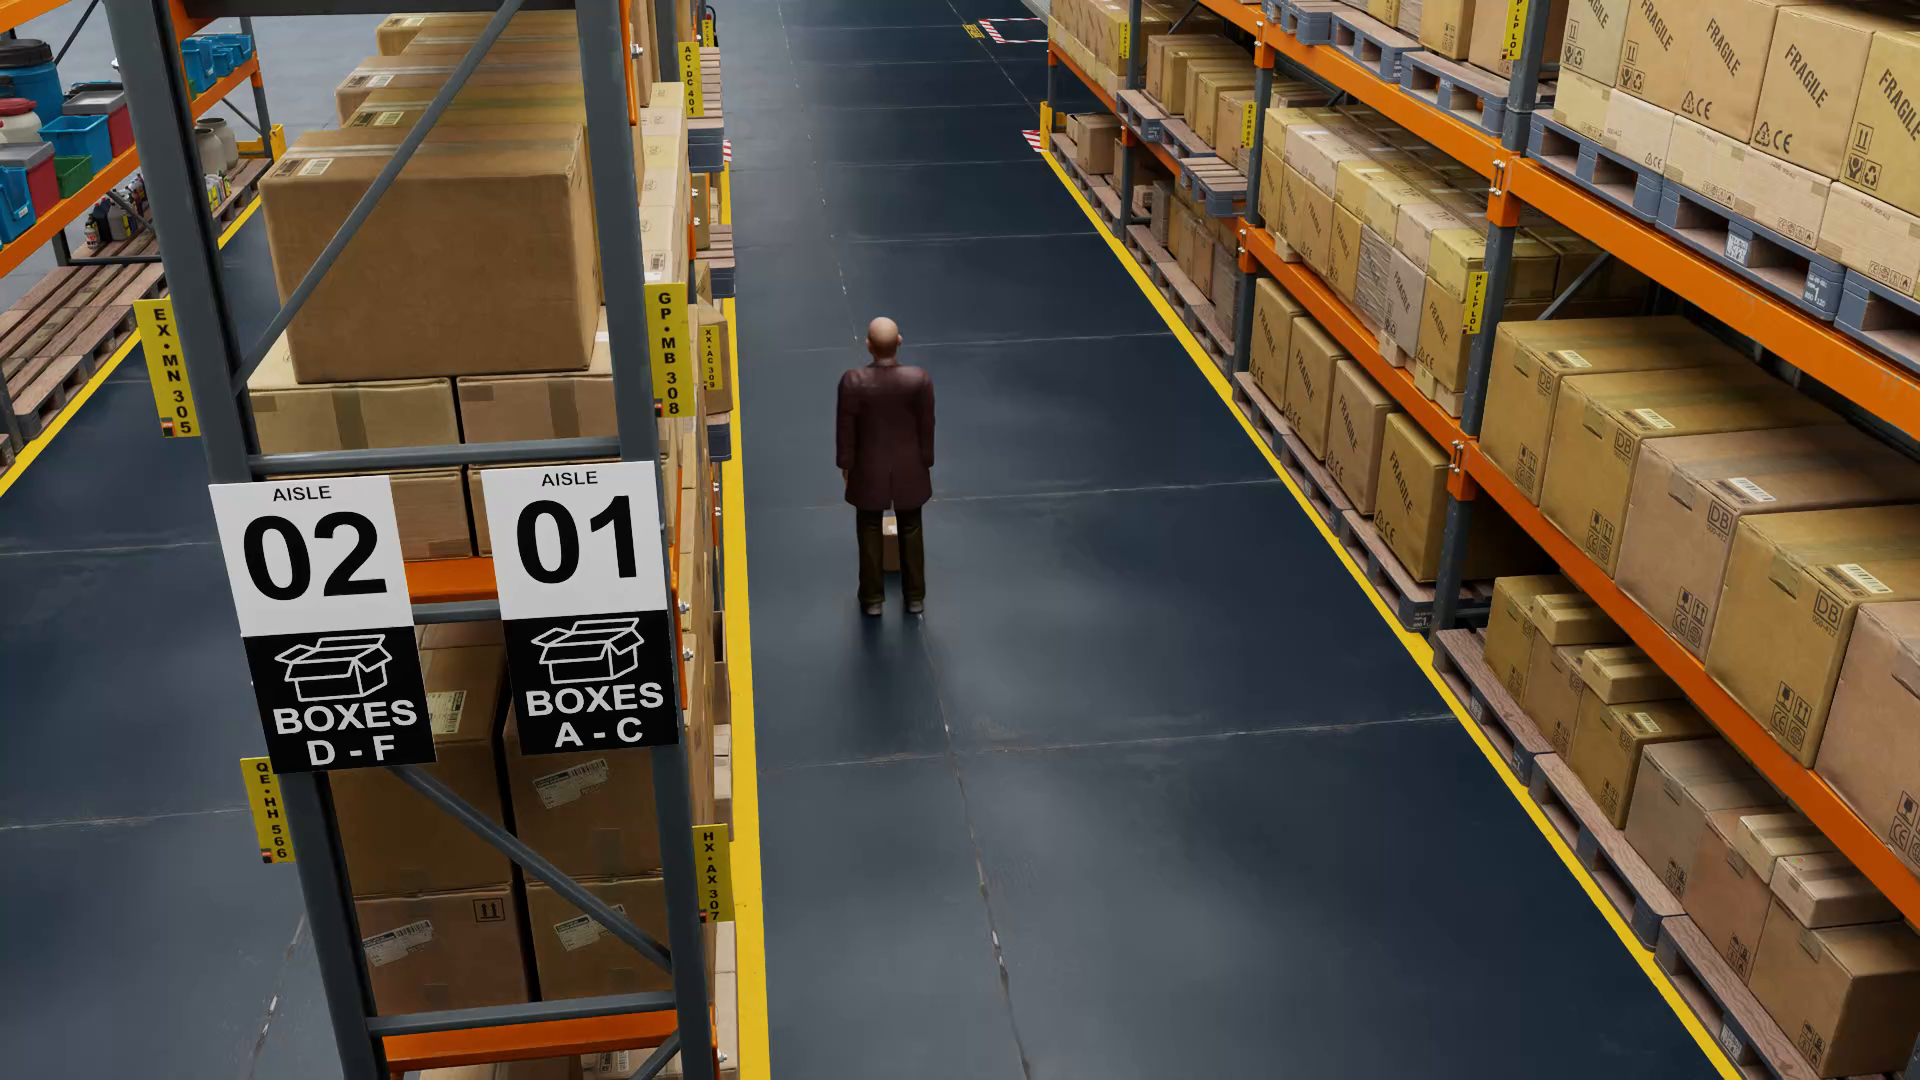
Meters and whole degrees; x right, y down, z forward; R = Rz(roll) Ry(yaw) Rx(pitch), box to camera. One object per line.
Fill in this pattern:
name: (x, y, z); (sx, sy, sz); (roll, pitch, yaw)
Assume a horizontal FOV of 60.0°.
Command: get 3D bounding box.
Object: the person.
person: (-0.421, -0.424, 9.484); (0.554, 1.779, 0.383); (-3, 27, -6)
